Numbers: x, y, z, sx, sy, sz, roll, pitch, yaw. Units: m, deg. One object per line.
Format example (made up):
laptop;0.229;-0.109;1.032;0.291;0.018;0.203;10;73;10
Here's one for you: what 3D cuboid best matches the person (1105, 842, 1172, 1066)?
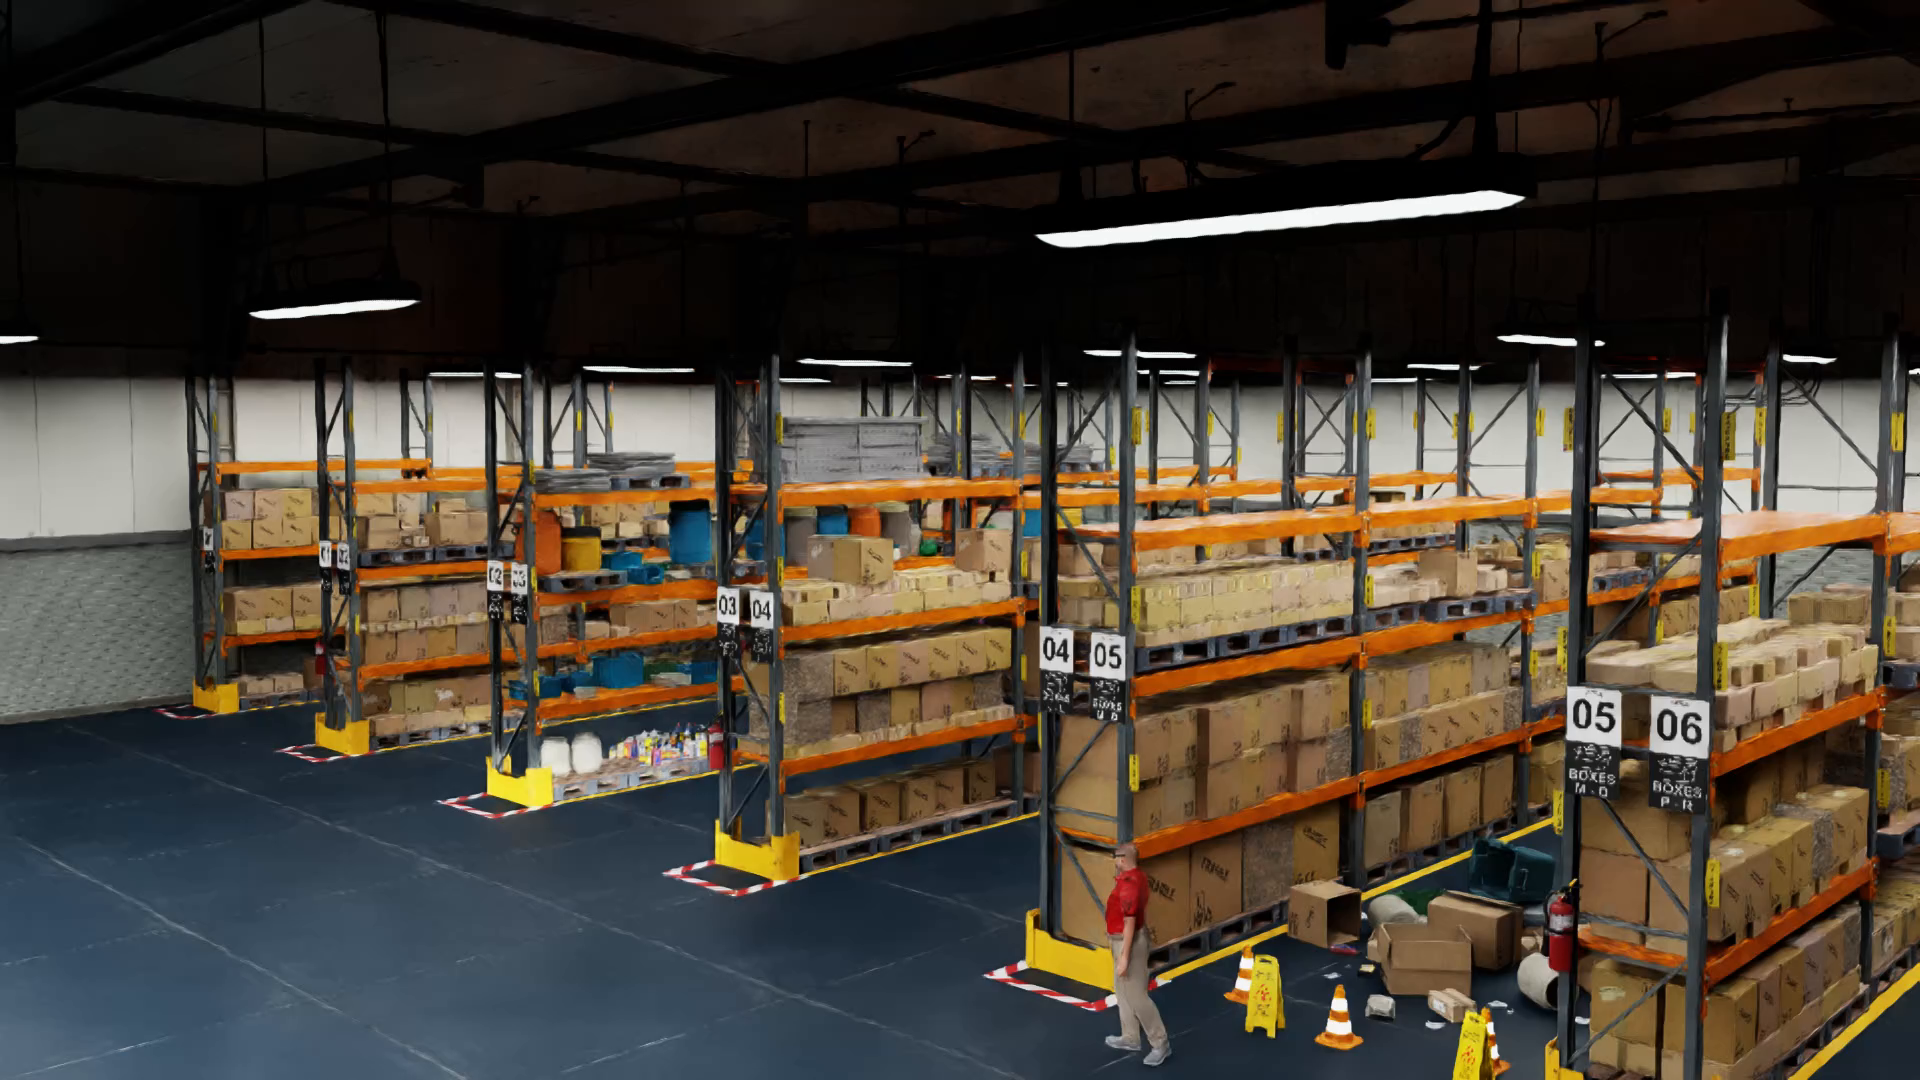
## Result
person;1.433;3.292;13.383;0.568;1.714;0.656;1;5;14
